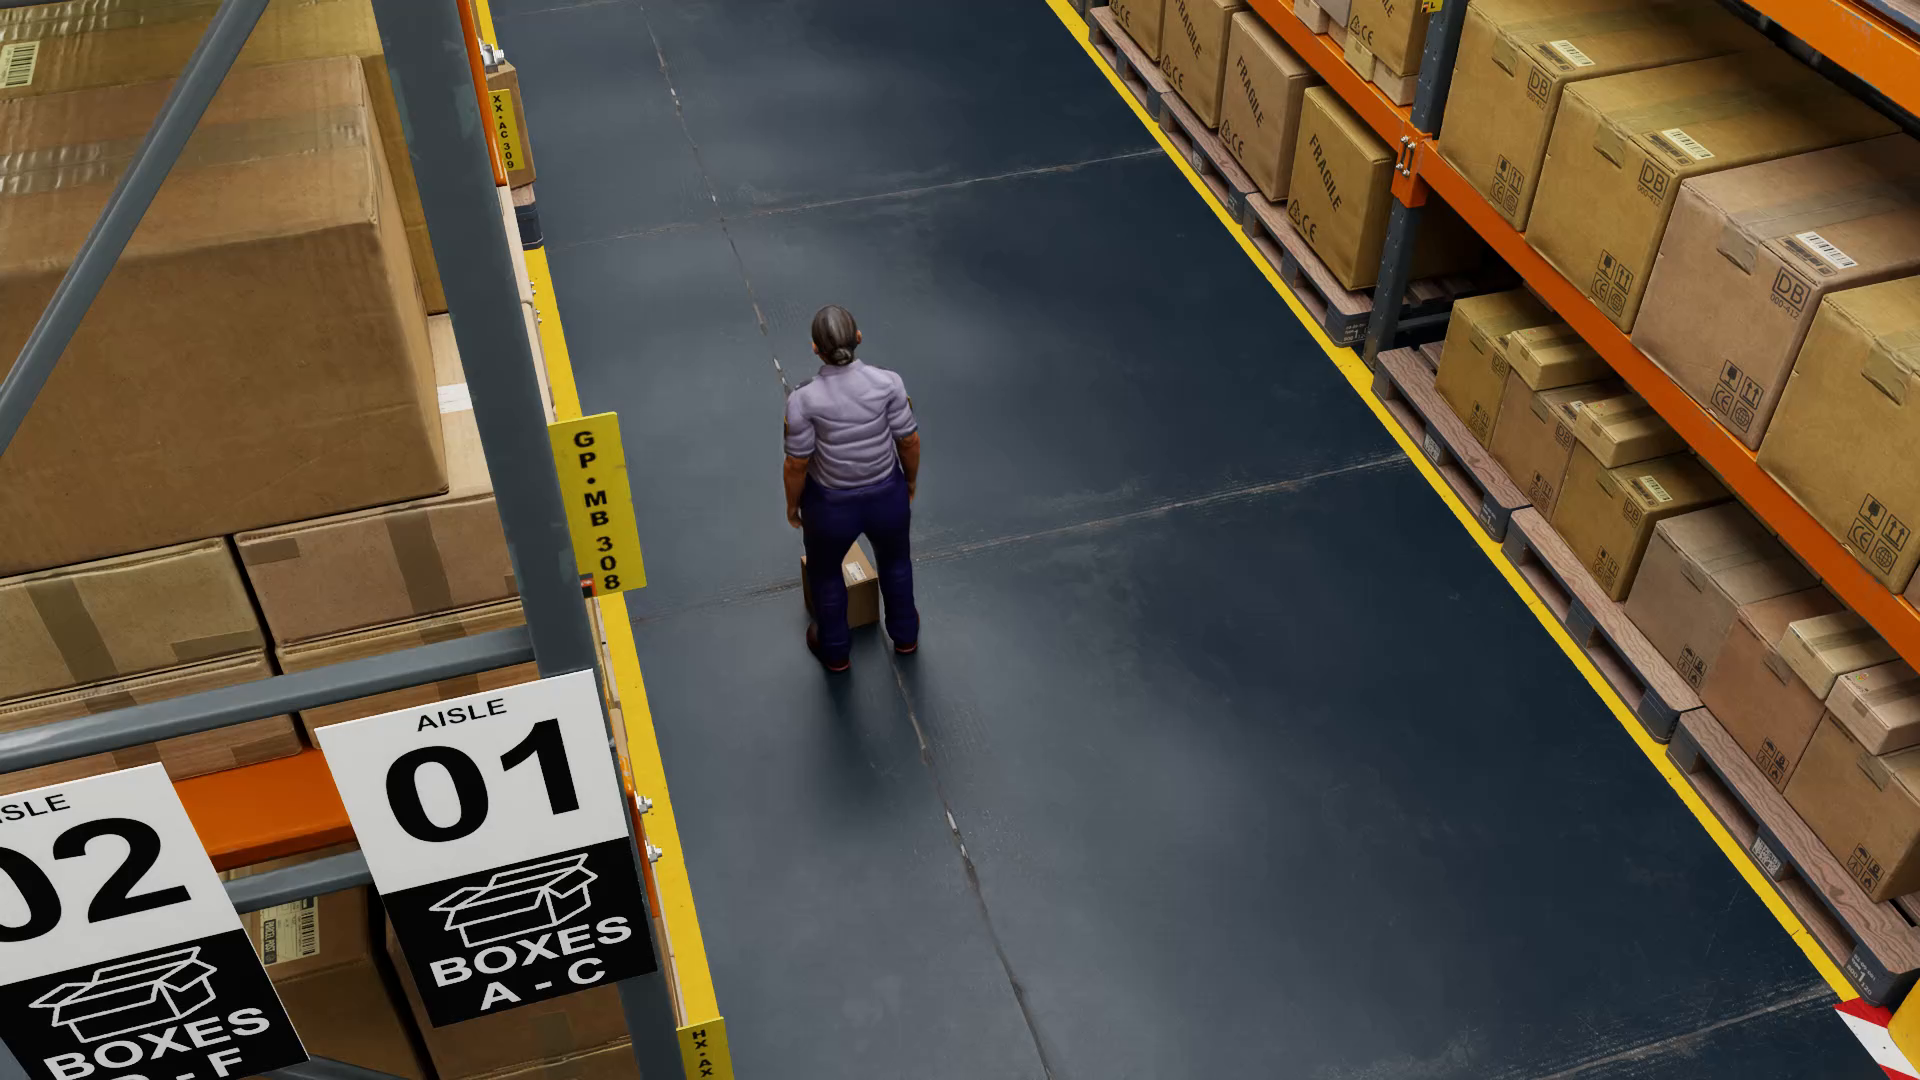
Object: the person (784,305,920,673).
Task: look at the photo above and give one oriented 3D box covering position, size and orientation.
[{"bbox_3d":[-0.402,-0.164,6.345,0.539,1.651,0.377,-12,44,-13],"label":"person"}]
